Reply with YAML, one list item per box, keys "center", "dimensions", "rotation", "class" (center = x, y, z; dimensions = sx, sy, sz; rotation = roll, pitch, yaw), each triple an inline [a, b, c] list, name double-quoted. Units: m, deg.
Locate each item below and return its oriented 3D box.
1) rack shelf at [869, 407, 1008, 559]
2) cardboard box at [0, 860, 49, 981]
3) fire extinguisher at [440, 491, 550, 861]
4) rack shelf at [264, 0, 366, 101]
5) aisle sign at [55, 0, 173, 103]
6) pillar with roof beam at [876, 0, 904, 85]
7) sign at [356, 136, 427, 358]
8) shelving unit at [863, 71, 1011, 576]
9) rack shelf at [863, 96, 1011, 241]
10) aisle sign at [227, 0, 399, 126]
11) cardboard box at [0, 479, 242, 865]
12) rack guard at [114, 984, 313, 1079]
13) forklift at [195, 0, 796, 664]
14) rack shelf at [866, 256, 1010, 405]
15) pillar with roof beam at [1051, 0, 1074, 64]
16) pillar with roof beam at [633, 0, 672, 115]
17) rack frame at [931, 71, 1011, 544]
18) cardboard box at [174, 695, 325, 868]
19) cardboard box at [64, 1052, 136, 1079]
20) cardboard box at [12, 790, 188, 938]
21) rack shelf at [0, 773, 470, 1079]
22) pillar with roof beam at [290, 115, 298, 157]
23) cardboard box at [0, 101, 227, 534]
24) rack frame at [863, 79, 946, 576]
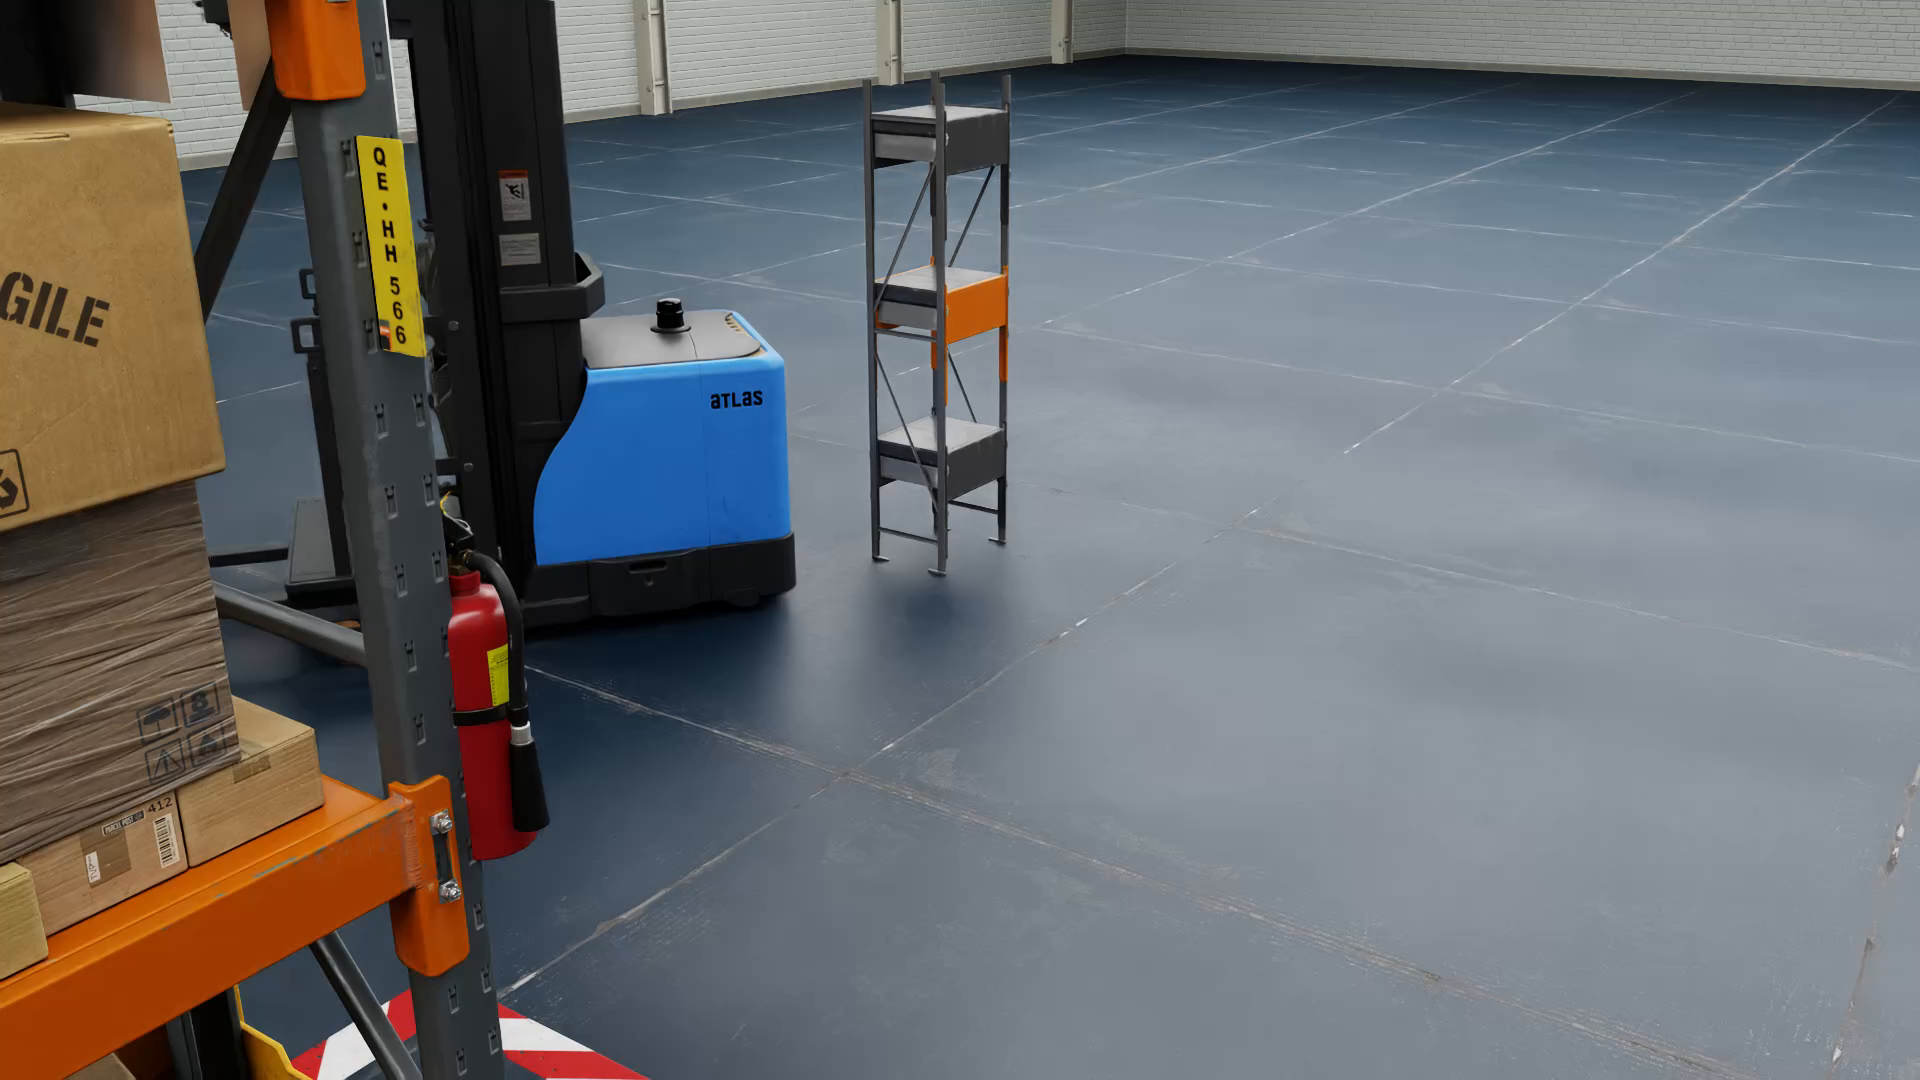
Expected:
- center: [-0.093, -0.268, 7.520]
  dimensions: [0.431, 0.518, 0.480]
  rotation: [13, 24, 32]
  class: "rack shelf"
- center: [-1.532, 0.531, 2.369]
  dimensions: [0.380, 0.149, 0.250]
  rotation: [13, 24, 32]
  class: "cardboard box"
- center: [-0.858, 0.231, 2.929]
  dimensions: [0.296, 0.674, 0.183]
  rotation: [13, 24, 32]
  class: "fire extinguisher"
- center: [-2.428, -0.358, 1.123]
  dimensions: [1.077, 0.370, 4.000]
  rotation: [13, 24, 32]
  class: "rack shelf"
- center: [-1.517, -1.158, 2.825]
  dimensions: [0.394, 0.787, 0.004]
  rotation: [13, 24, 32]
  class: "aisle sign"
- center: [2.308, -11.598, 26.149]
  dimensions: [9.100, 9.000, 0.400]
  rotation: [13, 24, 32]
  class: "pillar with roof beam"
- center: [-0.856, -0.440, 2.506]
  dimensions: [0.100, 0.325, 0.005]
  rotation: [13, 24, 32]
  class: "sign"
- center: [-0.093, -0.937, 7.272]
  dimensions: [0.431, 2.100, 0.503]
  rotation: [13, 24, 32]
  class: "shelving unit"
- center: [-0.093, -1.581, 7.034]
  dimensions: [0.431, 0.518, 0.480]
  rotation: [13, 24, 32]
  class: "rack shelf"
- center: [-1.021, -1.041, 2.508]
  dimensions: [0.394, 0.787, 0.004]
  rotation: [13, 24, 32]
  class: "aisle sign"
- center: [-1.636, 0.104, 2.588]
  dimensions: [0.875, 0.500, 0.500]
  rotation: [13, 24, 32]
  class: "cardboard box"
- center: [-1.347, 1.332, 3.444]
  dimensions: [1.175, 0.500, 0.348]
  rotation: [13, 24, 32]
  class: "rack guard"
- center: [-2.269, -1.098, 6.507]
  dimensions: [3.031, 2.935, 1.130]
  rotation: [-7, 21, -18]
  class: "forklift"
- center: [-0.093, -0.925, 7.277]
  dimensions: [0.431, 0.518, 0.480]
  rotation: [13, 24, 32]
  class: "rack shelf"
- center: [5.681, -13.320, 30.803]
  dimensions: [9.100, 9.000, 0.400]
  rotation: [13, 24, 32]
  class: "pillar with roof beam"
- center: [-1.065, -9.877, 21.495]
  dimensions: [9.100, 9.000, 0.400]
  rotation: [13, 24, 32]
  class: "pillar with roof beam"
- center: [0.044, -1.007, 7.462]
  dimensions: [0.400, 2.100, 0.015]
  rotation: [13, 24, 32]
  class: "rack frame"
- center: [-1.293, 0.377, 2.783]
  dimensions: [0.380, 0.149, 0.250]
  rotation: [13, 24, 32]
  class: "cardboard box"
- center: [-1.669, 1.289, 2.955]
  dimensions: [0.500, 0.500, 0.500]
  rotation: [19, 28, 42]
  class: "cardboard box"
- center: [-1.434, 0.449, 2.590]
  dimensions: [0.380, 0.149, 0.250]
  rotation: [13, 24, 32]
  class: "cardboard box"
- center: [-2.428, 1.049, 1.643]
  dimensions: [1.077, 0.370, 4.000]
  rotation: [13, 24, 32]
  class: "rack shelf"
- center: [-4.438, -8.155, 16.841]
  dimensions: [9.100, 9.000, 0.400]
  rotation: [13, 24, 32]
  class: "pillar with roof beam"
- center: [-1.409, -0.312, 2.270]
  dimensions: [0.500, 0.500, 0.500]
  rotation: [13, 24, 32]
  class: "cardboard box"
- center: [-0.230, -0.867, 7.083]
  dimensions: [0.400, 2.100, 0.015]
  rotation: [13, 24, 32]
  class: "rack frame"
